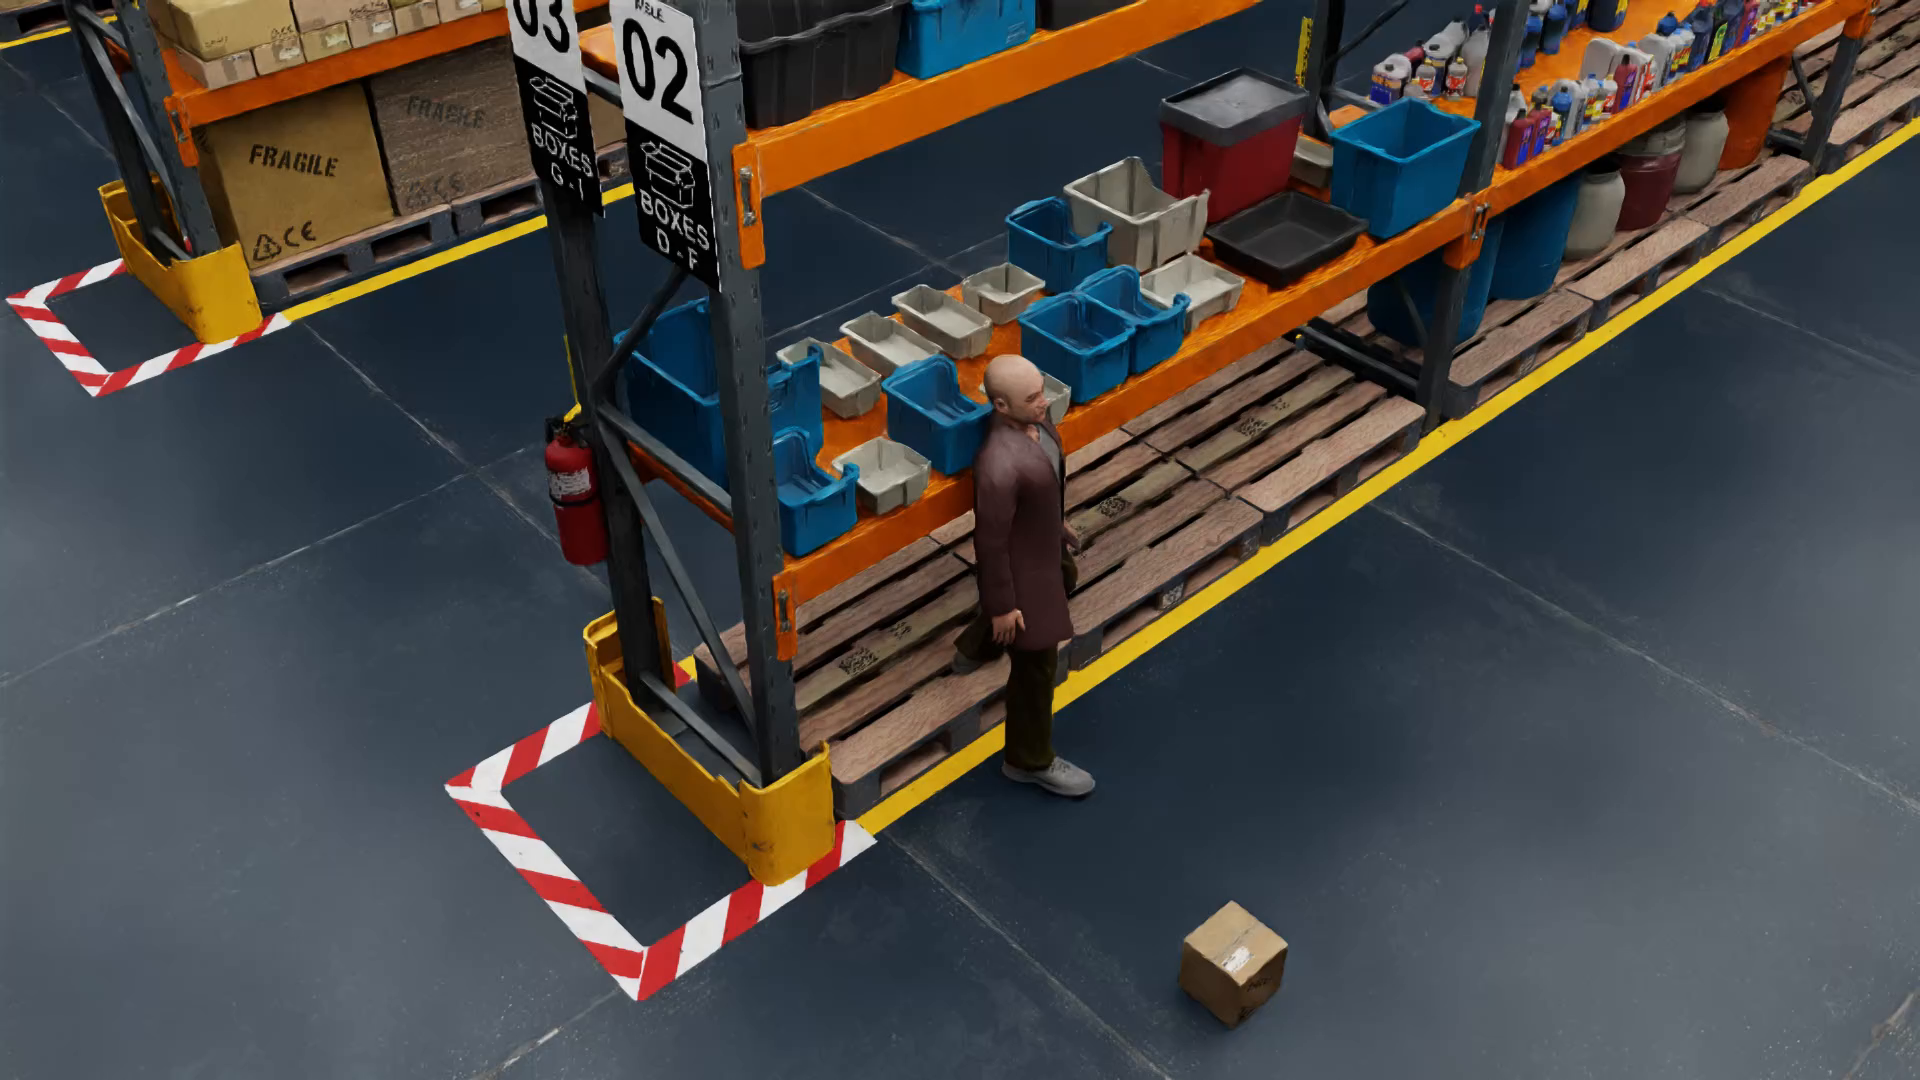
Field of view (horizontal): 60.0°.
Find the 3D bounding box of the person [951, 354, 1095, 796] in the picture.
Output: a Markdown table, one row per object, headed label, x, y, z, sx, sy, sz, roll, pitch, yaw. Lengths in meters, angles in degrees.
| label | x | y | z | sx | sy | sz | roll | pitch | yaw |
| --- | --- | --- | --- | --- | --- | --- | --- | --- | --- |
| person | 0.254 | 0.065 | 6.114 | 0.612 | 1.769 | 0.728 | 5 | 39 | 6 |
